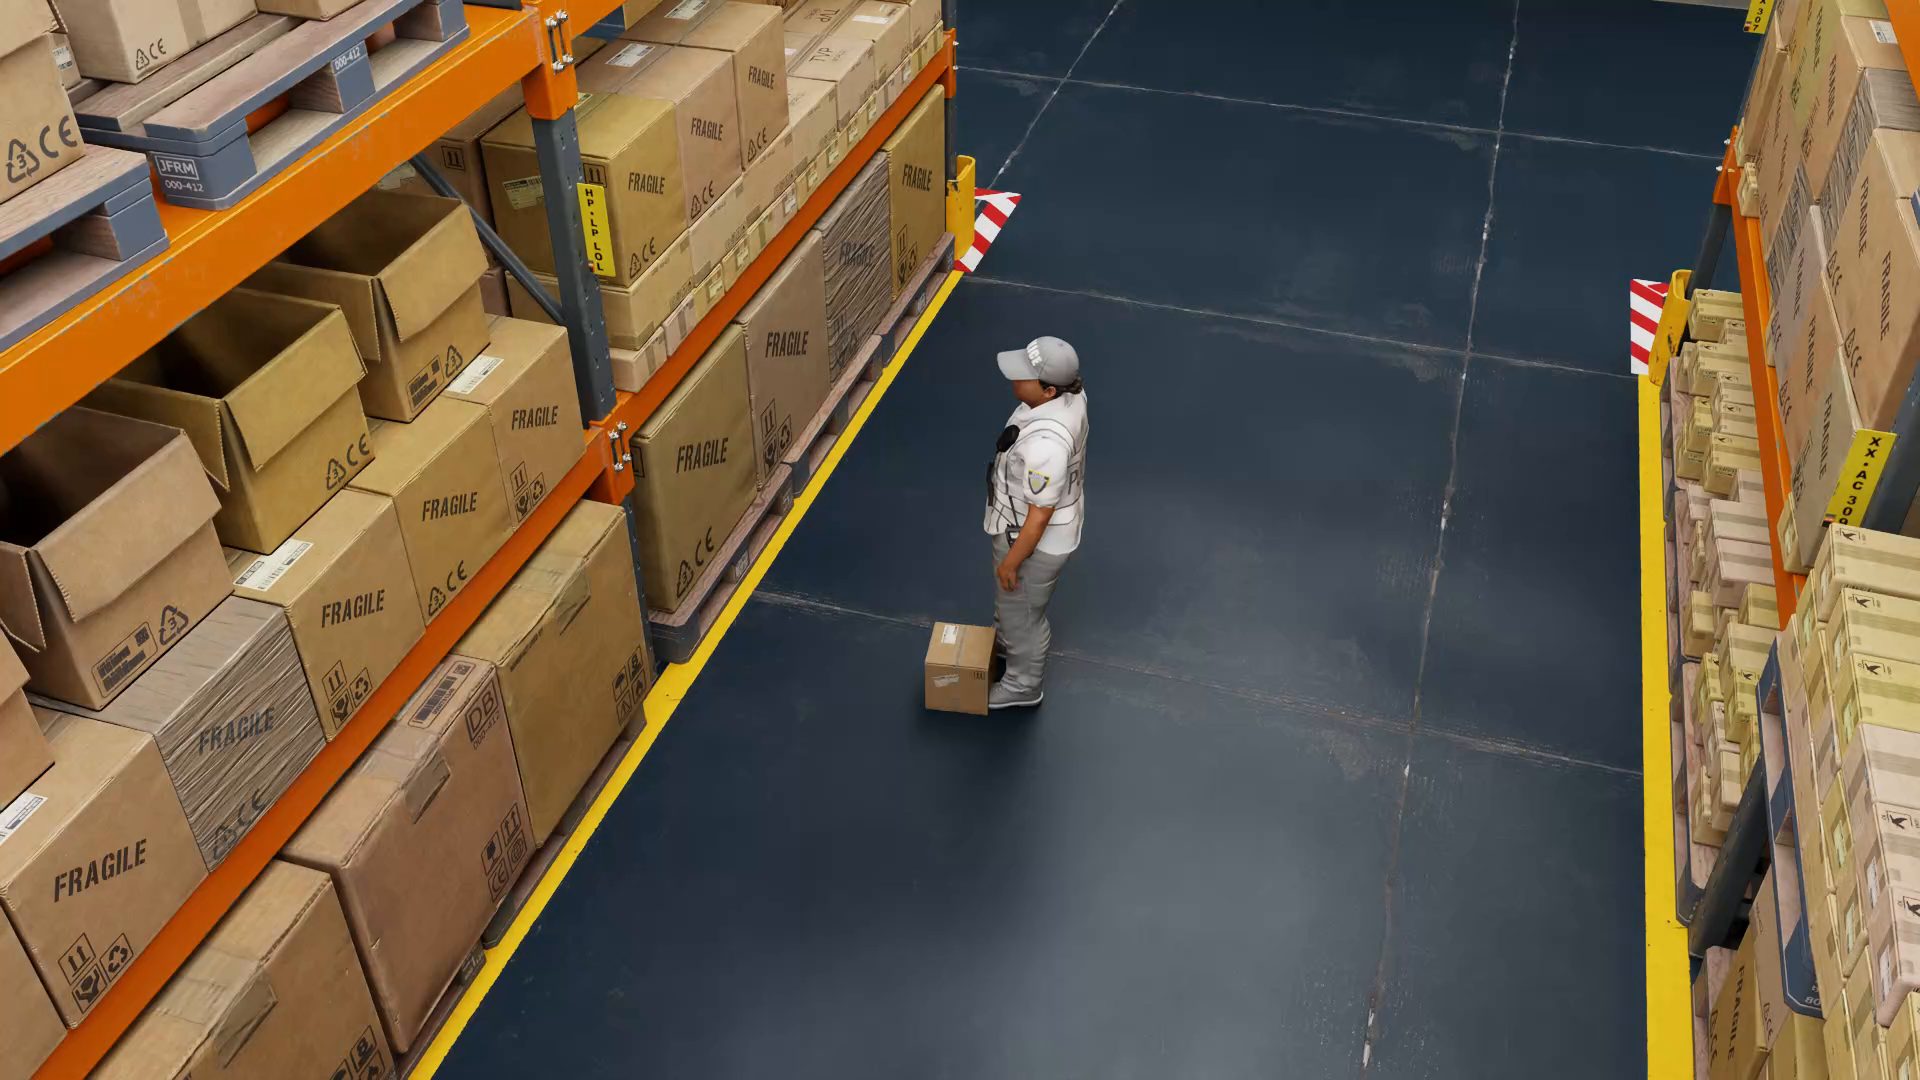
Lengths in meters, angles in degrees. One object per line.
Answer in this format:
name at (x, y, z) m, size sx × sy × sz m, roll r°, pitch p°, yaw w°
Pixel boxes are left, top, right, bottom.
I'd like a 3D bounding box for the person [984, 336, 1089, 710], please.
person at (0.197, -0.062, 6.211) m, size 0.529 × 1.670 × 0.599 m, roll 7°, pitch 38°, yaw 9°
